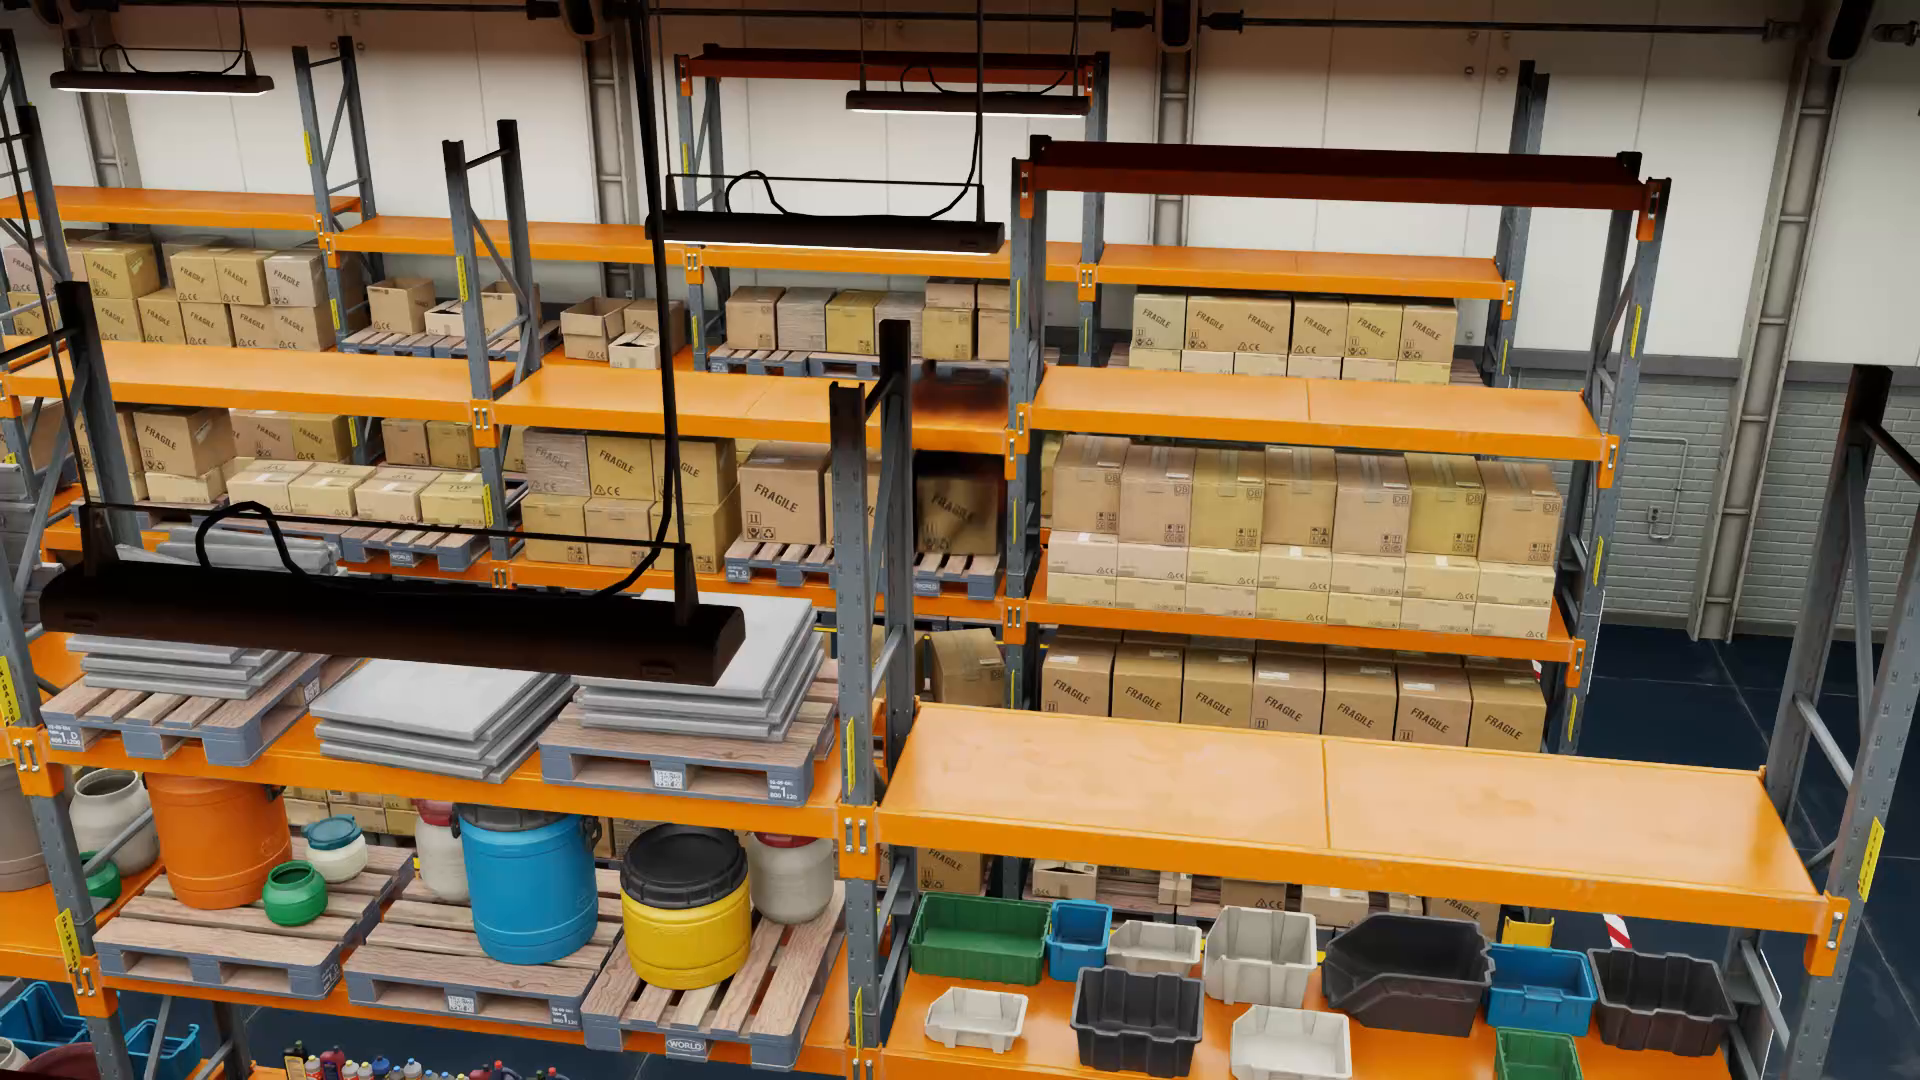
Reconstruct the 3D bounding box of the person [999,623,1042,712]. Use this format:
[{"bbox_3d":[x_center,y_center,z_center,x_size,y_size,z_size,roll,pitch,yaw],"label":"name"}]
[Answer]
[{"bbox_3d":[0.556,1.117,15.278,0.936,1.809,0.769,5,24,13],"label":"person"}]
